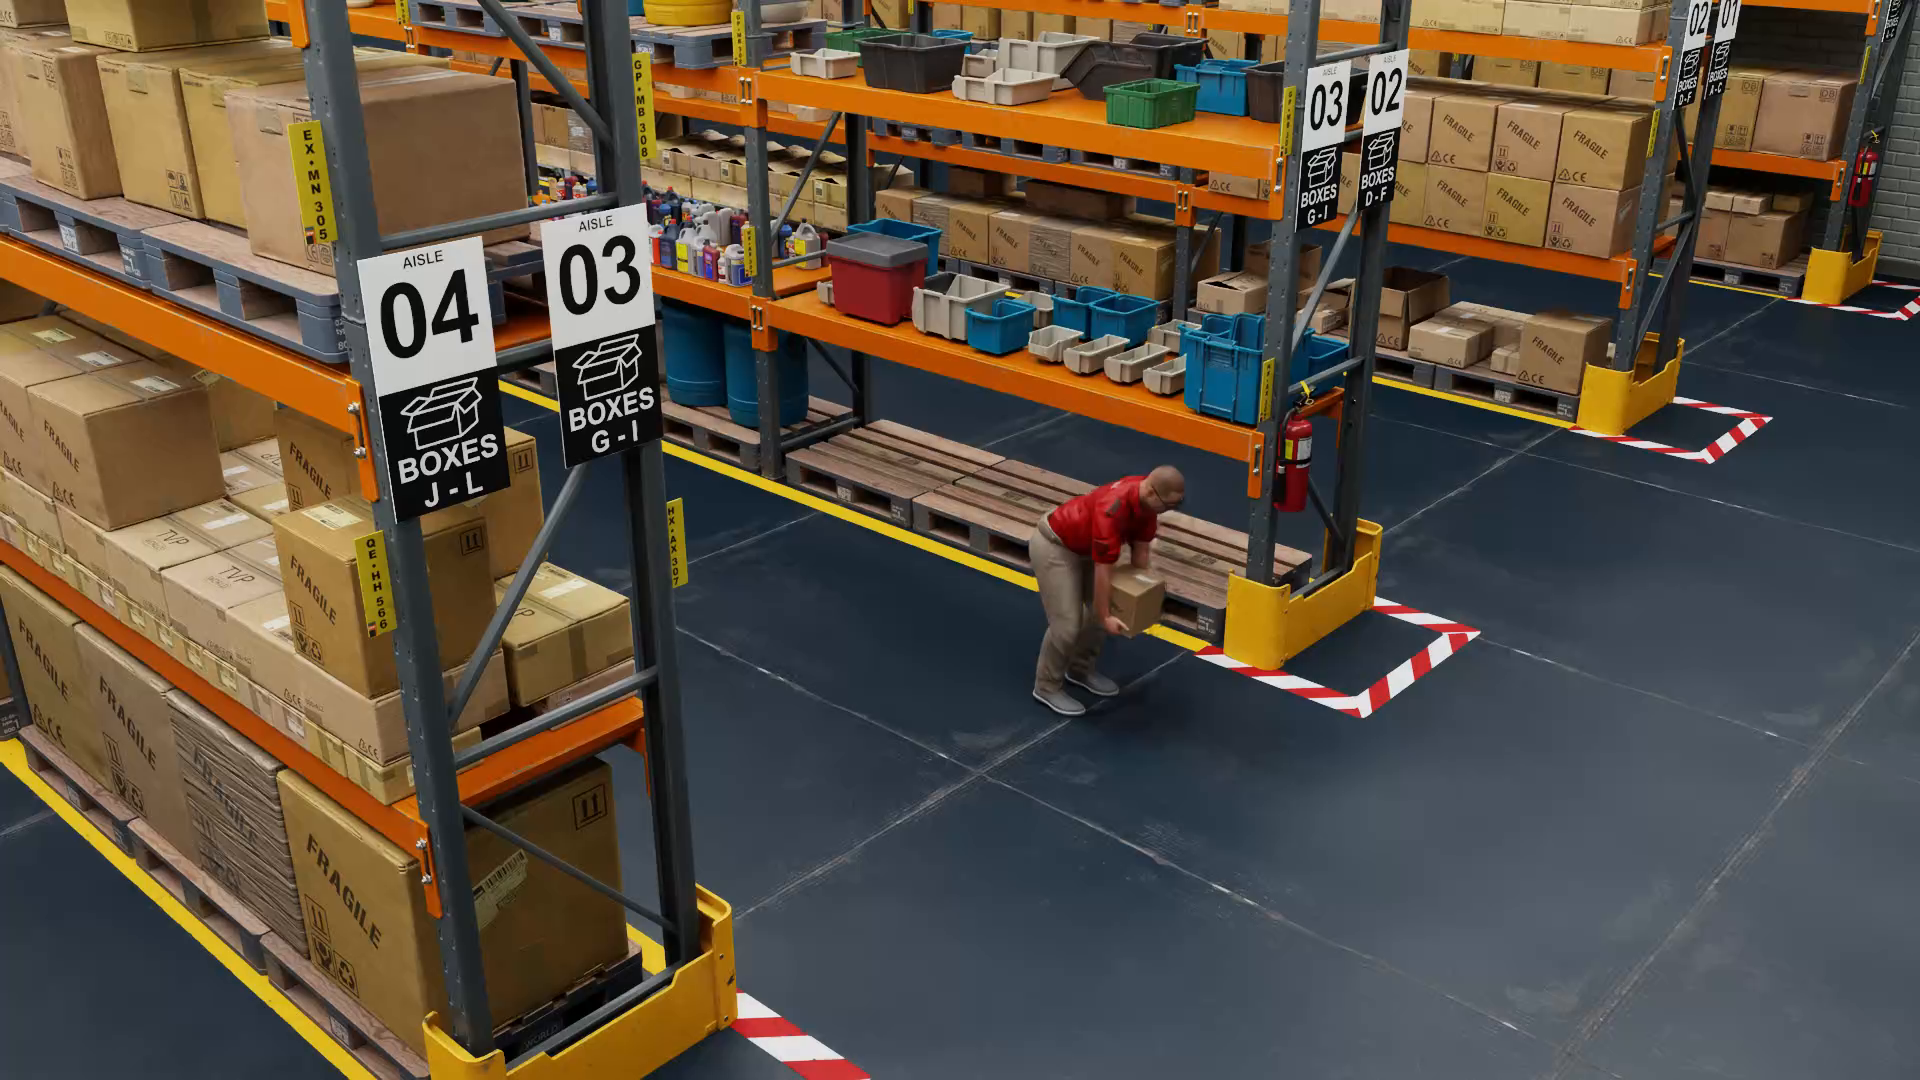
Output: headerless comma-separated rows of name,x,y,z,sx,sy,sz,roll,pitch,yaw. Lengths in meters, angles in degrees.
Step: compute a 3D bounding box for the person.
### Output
person,0.748,0.224,8.475,0.833,1.443,0.475,19,30,37
